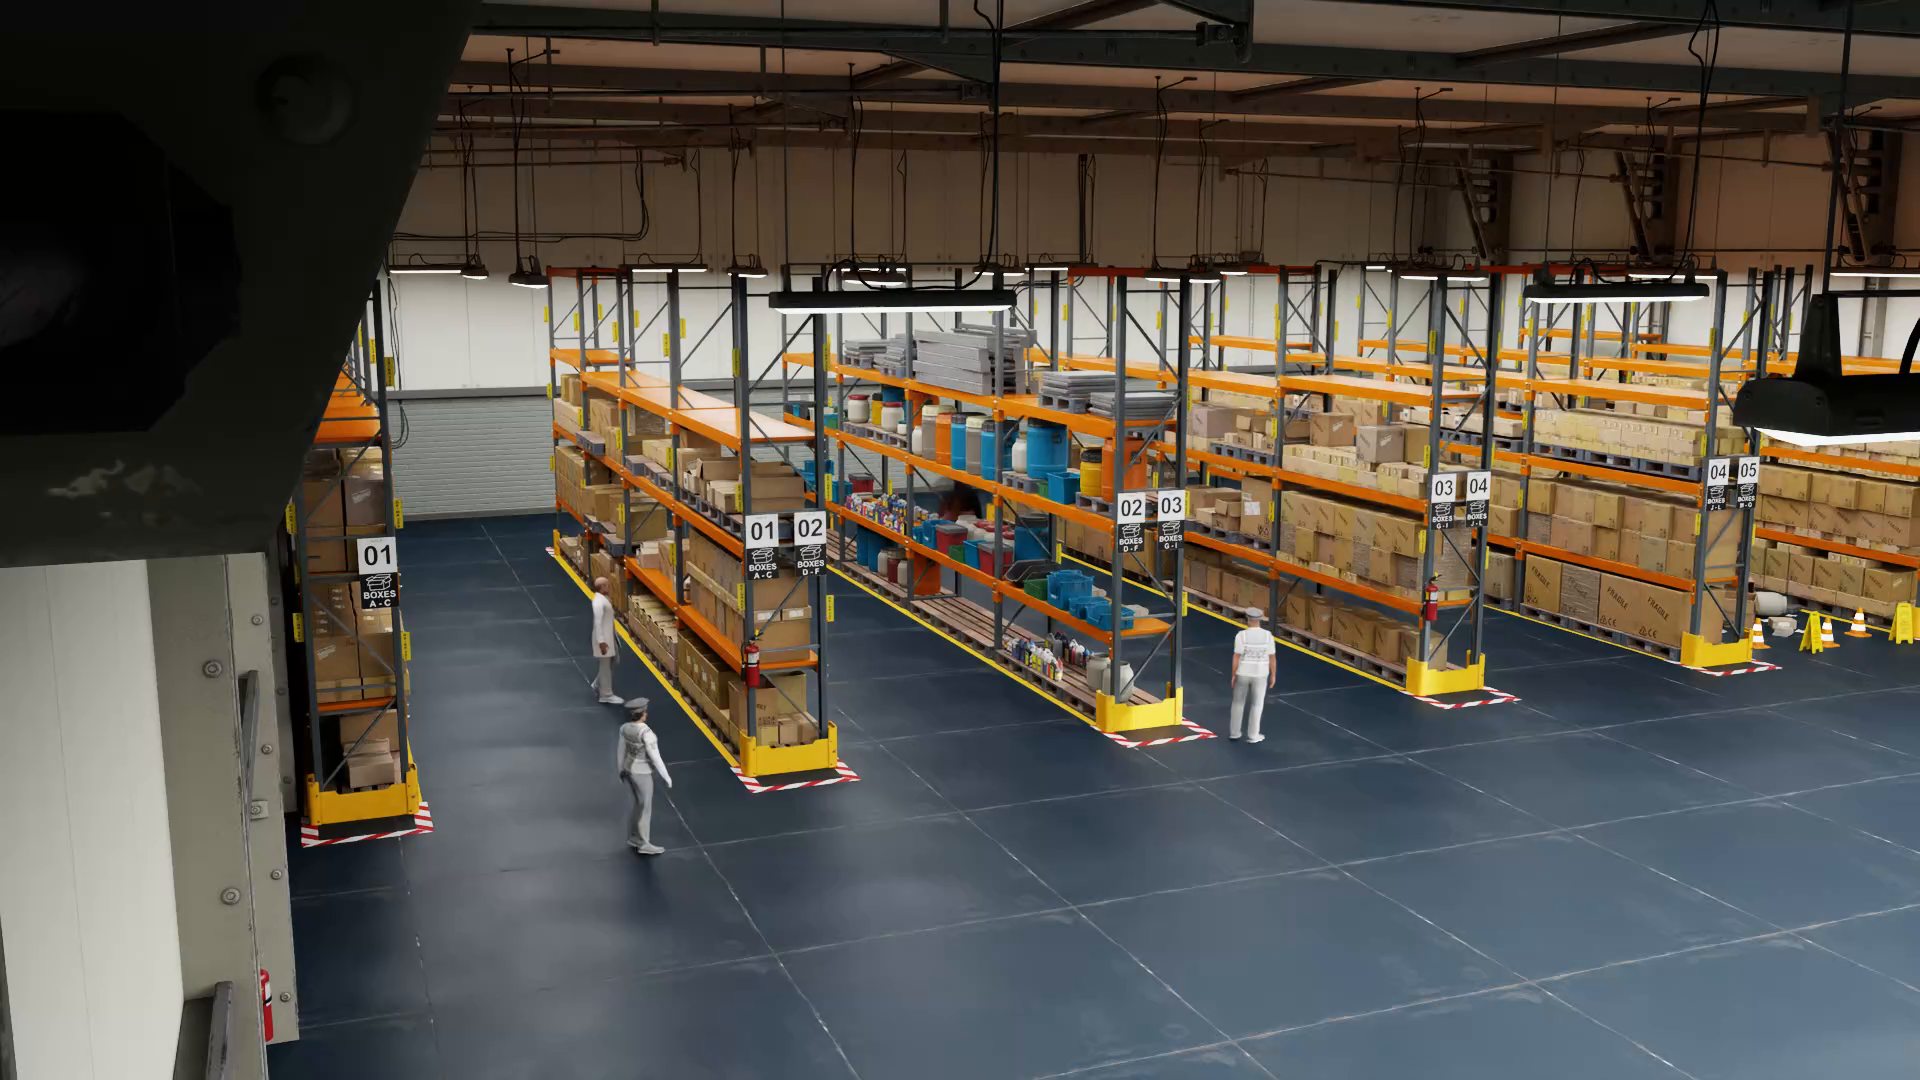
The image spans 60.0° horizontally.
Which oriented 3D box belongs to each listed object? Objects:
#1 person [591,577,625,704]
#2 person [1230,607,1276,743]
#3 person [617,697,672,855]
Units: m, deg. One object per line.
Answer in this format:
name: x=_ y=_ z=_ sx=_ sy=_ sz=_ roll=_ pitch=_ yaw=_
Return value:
person: x=-5.024 y=1.412 z=23.499 sx=0.577 sy=1.804 sz=0.657 roll=1 pitch=10 yaw=4
person: x=3.805 y=1.751 z=21.576 sx=0.570 sy=1.768 sz=0.473 roll=4 pitch=11 yaw=20
person: x=-3.330 y=2.510 z=17.600 sx=0.480 sy=1.714 sz=0.550 roll=-6 pitch=11 yaw=-29
